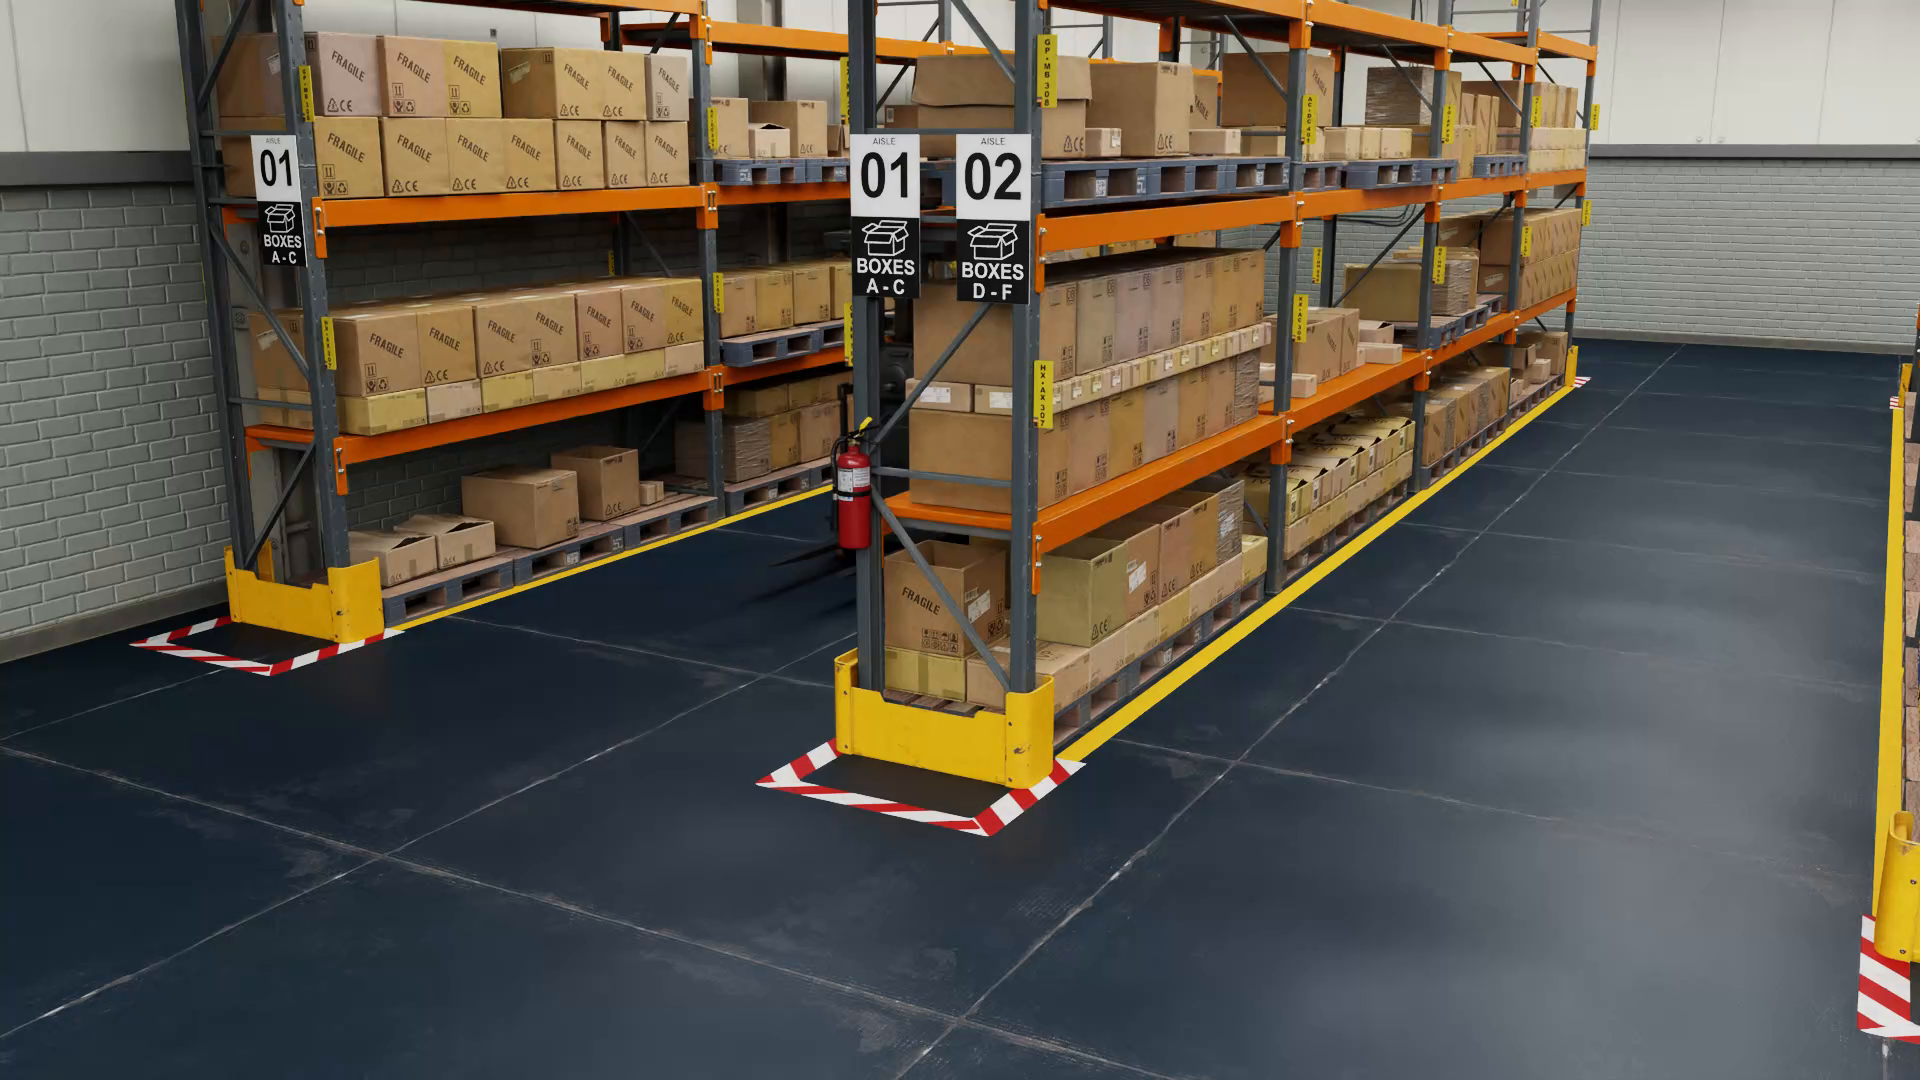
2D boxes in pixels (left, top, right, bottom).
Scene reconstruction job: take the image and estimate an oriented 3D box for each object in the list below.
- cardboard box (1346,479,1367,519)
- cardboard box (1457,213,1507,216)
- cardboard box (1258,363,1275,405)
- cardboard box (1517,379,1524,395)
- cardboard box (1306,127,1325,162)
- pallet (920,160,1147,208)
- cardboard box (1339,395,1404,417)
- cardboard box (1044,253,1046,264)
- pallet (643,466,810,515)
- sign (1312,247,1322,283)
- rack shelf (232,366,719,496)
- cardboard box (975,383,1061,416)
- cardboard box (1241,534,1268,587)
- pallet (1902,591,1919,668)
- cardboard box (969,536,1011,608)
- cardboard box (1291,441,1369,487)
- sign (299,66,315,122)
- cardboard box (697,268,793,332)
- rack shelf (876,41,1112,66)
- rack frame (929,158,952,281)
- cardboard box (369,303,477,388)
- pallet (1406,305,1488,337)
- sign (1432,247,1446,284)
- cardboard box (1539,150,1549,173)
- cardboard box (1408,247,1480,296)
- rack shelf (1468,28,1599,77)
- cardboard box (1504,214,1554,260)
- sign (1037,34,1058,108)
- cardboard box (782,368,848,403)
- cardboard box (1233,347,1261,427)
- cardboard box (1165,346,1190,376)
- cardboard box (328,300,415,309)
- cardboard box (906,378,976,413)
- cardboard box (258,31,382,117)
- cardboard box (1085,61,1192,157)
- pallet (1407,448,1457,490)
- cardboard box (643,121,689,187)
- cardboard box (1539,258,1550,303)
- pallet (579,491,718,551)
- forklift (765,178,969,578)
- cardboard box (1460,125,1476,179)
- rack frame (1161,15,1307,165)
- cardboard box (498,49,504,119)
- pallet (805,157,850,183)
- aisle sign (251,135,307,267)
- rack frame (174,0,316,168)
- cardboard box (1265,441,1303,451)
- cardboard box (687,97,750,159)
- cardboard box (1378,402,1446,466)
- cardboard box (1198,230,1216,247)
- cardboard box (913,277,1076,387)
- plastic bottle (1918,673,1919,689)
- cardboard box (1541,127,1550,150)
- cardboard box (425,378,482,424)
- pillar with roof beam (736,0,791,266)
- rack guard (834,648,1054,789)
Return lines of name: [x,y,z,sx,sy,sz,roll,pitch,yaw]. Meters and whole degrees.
cardboard box: [3.009,-0.367,13.627,0.500,0.250,0.500,8,16,29]
cardboard box: [6.228,-3.647,19.915,0.500,0.500,0.500,8,15,28]
cardboard box: [2.053,-1.162,12.275,0.500,0.250,0.500,9,16,32]
cardboard box: [6.523,-1.847,19.903,0.380,0.166,0.250,7,15,28]
cardboard box: [2.423,-2.957,12.423,0.500,0.250,0.500,6,15,23]
pallet: [0.285,-1.866,8.662,1.003,0.211,1.213,7,15,28]
cardboard box: [4.034,-1.167,16.369,0.500,0.500,0.500,8,16,30]
cardboard box: [0.655,-3.100,19.101,0.500,0.500,0.500,8,16,30]
pallet: [-2.109,-0.494,15.133,1.003,0.211,1.213,7,15,28]
sign: [3.308,-2.534,15.342,0.100,0.325,0.005,7,15,28]
rack shelf: [-3.451,-0.930,12.525,1.077,0.370,4.000,7,15,28]
cardboard box: [0.298,-0.729,8.559,0.380,0.149,0.250,7,15,28]
cardboard box: [1.821,0.123,11.593,0.500,0.250,0.500,7,15,28]
pallet: [6.534,0.623,10.500,1.003,0.211,1.213,7,15,28]
cardboard box: [0.389,0.109,10.053,0.500,0.500,0.500,7,15,28]
cardboard box: [3.014,-0.642,13.569,0.500,0.311,0.500,8,16,30]
sign: [-3.943,-2.691,10.030,0.100,0.325,0.005,7,15,28]
cardboard box: [-1.932,-2.167,14.969,0.700,0.500,0.500,9,16,34]
rack shelf: [0.416,-5.293,18.677,1.077,0.370,4.000,7,15,28]
rack frame: [-0.551,-2.510,17.547,1.000,3.000,0.127,7,15,28]
cardboard box: [-3.677,-1.335,11.347,0.500,0.500,0.500,7,15,28]
pallet: [4.723,-2.256,16.901,1.003,0.211,1.213,7,15,28]
sign: [4.275,-2.451,14.828,0.100,0.325,0.005,7,15,28]
cardboard box: [6.418,-4.330,19.013,0.500,0.250,0.500,7,15,28]
cardboard box: [5.296,-2.952,18.267,0.700,0.500,0.500,2,14,9]
rack shelf: [6.688,-5.746,19.709,1.077,0.370,4.000,7,15,28]
cardboard box: [6.693,-3.581,19.642,0.500,0.500,0.500,7,15,26]
sign: [0.403,-2.166,7.685,0.100,0.325,0.005,7,15,28]
cardboard box: [-1.428,-1.504,16.167,0.500,0.250,0.500,7,15,28]
cardboard box: [1.645,-1.086,11.425,0.700,0.500,0.500,7,15,27]
cardboard box: [1.169,-1.098,10.091,0.380,0.149,0.250,8,16,30]
cardboard box: [-4.124,-1.393,11.591,0.500,0.500,0.500,8,16,29]
cardboard box: [-0.062,-0.773,8.741,0.380,0.149,0.250,7,15,27]
cardboard box: [-4.019,-2.923,10.470,0.500,0.500,0.500,6,15,24]
cardboard box: [0.962,-2.397,9.270,0.500,0.500,0.500,7,15,28]
pallet: [4.181,-0.743,16.166,1.003,0.211,1.213,7,15,28]
cardboard box: [-2.513,-3.074,13.229,0.500,0.500,0.500,8,16,30]
cardboard box: [6.695,-3.101,19.782,0.500,0.500,0.500,7,15,28]
pallet: [-2.778,-0.192,13.881,1.003,0.211,1.213,7,15,28]
forklift: [-0.332,-1.295,12.650,1.130,2.935,3.031,8,16,30]
cardboard box: [4.467,-3.761,16.122,0.910,0.500,0.500,7,15,28]
rack frame: [1.854,-4.046,11.115,1.000,3.000,0.127,7,15,28]
cardboard box: [-3.677,-3.304,12.049,0.500,0.500,0.500,7,15,28]
pallet: [-1.594,-3.384,15.172,1.213,0.211,1.003,7,15,28]
aisle sign: [-4.190,-2.084,10.232,0.394,0.787,0.004,7,15,28]
rack frame: [-4.418,-3.786,10.036,1.000,3.000,0.127,7,15,28]
cardboard box: [2.534,-0.697,13.800,0.500,0.311,0.500,7,15,27]
cardboard box: [-2.150,-3.504,14.158,0.500,0.500,0.500,10,17,36]
cardboard box: [4.258,-1.010,15.716,0.500,0.500,0.500,8,16,30]
cardboard box: [3.079,-4.192,23.881,0.980,0.700,0.700,8,16,31]
cardboard box: [0.182,-1.093,8.686,0.700,0.500,0.500,7,15,28]
plastic bottle: [5.343,0.664,9.093,0.144,0.351,0.185,7,15,26]
cardboard box: [6.414,-4.573,18.957,0.500,0.250,0.500,7,15,28]
cardboard box: [-3.666,-0.978,11.469,0.500,0.250,0.500,7,15,26]
pillar with roof beam: [1.832,-4.770,14.121,9.100,9.000,0.400,7,15,28]
rack guard: [-0.092,0.911,8.686,1.175,0.500,0.348,7,15,28]
